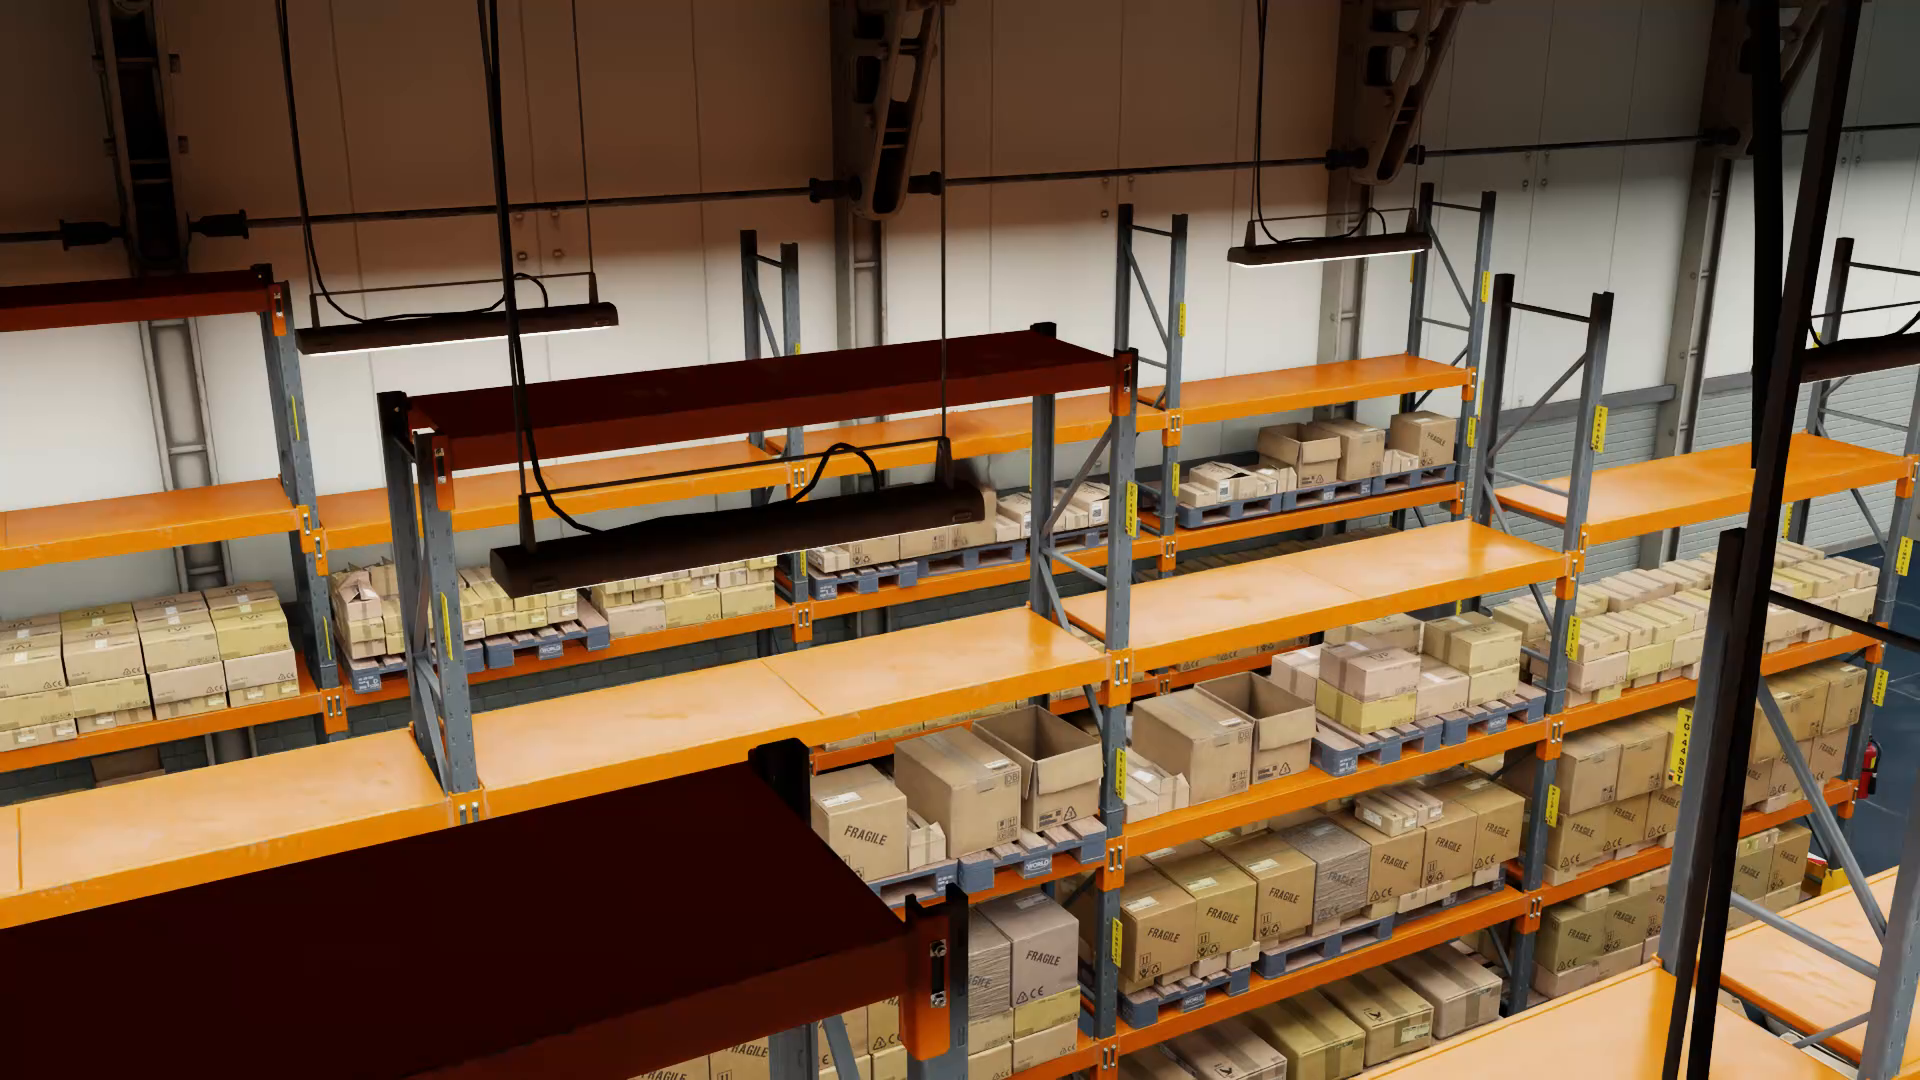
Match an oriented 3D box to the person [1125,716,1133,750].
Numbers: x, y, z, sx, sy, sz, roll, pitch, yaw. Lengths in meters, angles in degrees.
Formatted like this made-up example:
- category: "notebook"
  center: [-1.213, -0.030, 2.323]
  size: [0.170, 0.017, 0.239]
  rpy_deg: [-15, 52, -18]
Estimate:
- category: "person"
  center: [1.387, 2.342, 14.663]
  size: [0.467, 1.778, 0.570]
  rpy_deg: [3, 18, 10]
